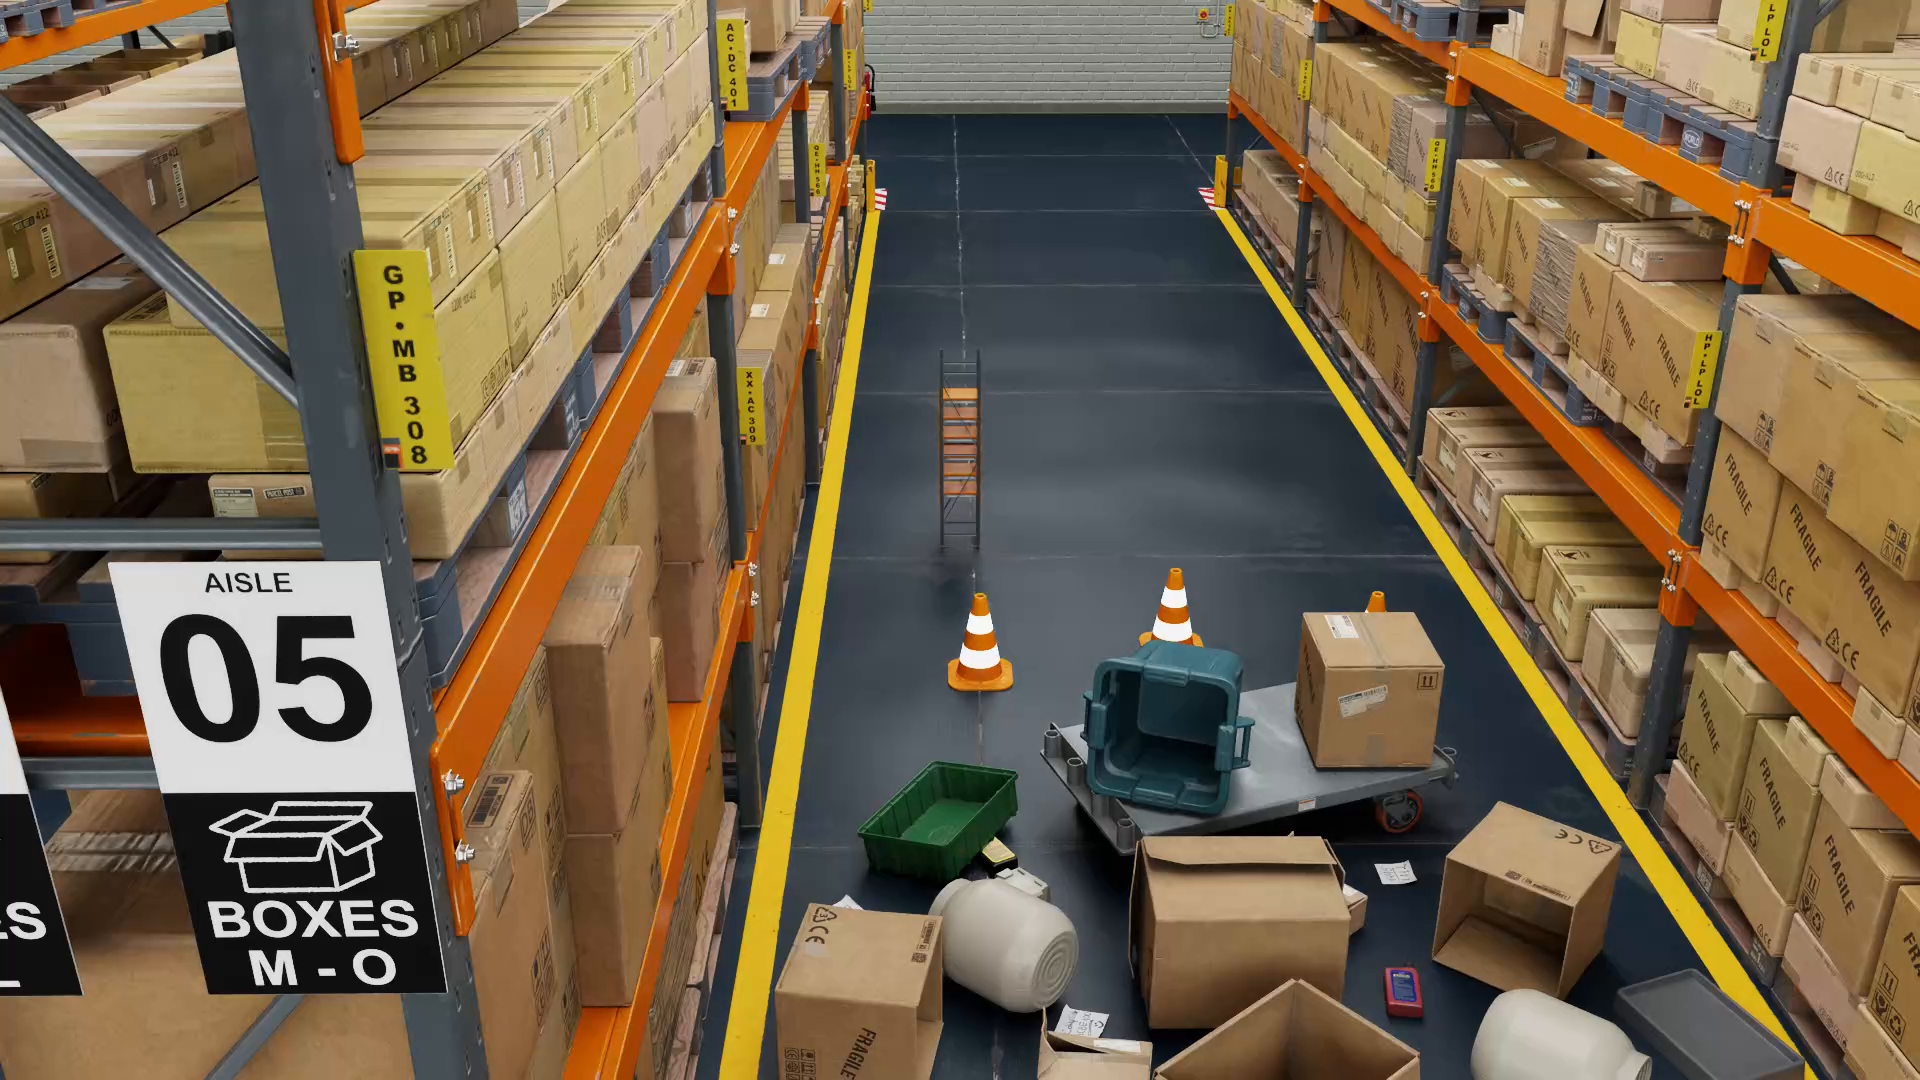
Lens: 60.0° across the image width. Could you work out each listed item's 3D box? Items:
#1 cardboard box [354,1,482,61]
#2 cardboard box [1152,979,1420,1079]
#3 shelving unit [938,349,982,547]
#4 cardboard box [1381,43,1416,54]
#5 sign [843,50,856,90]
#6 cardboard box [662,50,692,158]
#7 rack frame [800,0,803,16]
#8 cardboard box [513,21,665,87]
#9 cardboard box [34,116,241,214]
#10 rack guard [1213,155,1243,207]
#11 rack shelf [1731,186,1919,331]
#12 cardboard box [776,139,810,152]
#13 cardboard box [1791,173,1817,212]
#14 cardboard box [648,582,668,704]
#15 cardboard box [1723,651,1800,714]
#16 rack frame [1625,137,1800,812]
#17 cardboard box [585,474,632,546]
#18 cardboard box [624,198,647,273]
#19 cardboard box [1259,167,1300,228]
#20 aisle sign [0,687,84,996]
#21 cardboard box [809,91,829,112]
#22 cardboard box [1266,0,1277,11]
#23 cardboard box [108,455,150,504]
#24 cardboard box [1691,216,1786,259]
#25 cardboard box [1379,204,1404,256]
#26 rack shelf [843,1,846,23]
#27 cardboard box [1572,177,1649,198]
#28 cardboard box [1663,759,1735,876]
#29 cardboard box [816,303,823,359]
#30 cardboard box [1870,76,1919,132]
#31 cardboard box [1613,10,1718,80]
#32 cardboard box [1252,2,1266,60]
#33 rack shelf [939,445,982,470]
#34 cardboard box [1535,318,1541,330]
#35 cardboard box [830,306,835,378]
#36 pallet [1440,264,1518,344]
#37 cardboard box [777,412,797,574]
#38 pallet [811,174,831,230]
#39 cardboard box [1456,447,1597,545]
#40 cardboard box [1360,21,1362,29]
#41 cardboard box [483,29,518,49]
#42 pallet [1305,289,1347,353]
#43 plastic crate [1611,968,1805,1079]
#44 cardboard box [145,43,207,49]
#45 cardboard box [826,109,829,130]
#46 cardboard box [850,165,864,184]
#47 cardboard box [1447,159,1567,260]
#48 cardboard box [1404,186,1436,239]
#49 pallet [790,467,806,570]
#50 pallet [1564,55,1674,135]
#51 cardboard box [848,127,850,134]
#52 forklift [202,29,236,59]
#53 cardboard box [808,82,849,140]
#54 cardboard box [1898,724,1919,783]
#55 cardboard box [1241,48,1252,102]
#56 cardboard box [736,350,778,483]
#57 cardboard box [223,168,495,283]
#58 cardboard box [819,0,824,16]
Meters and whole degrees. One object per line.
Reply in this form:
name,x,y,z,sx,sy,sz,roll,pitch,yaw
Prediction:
cardboard box,-1.719,-1.592,5.196,0.380,0.149,0.250,0,24,-1
cardboard box,1.052,1.909,5.418,0.797,0.503,0.637,-19,31,-36
shelving unit,0.000,-0.541,9.990,0.258,1.200,0.189,0,24,-1
cardboard box,3.728,-3.779,13.630,0.500,0.500,0.500,1,24,1
sign,-0.922,-3.928,13.890,0.100,0.325,0.005,0,24,-1
cardboard box,-1.122,-1.361,5.169,0.500,0.250,0.500,0,24,-1
rack frame,-1.433,-4.482,9.240,1.000,3.000,0.127,0,24,-1
cardboard box,-1.055,-1.386,4.740,0.380,0.149,0.250,0,24,0
cardboard box,-1.698,-0.757,3.350,0.380,0.149,0.250,0,24,0
rack guard,3.428,-3.980,18.443,1.175,0.500,0.348,0,24,-1
rack shelf,3.581,-0.379,4.681,1.077,0.370,4.000,0,24,-1
cardboard box,-1.256,-2.720,11.698,0.380,0.149,0.250,1,24,2
cardboard box,3.315,-1.285,6.117,0.380,0.149,0.250,-1,24,-1
cardboard box,-1.457,0.433,5.471,0.875,0.550,0.550,0,24,-1
cardboard box,3.237,0.556,6.510,0.380,0.149,0.250,0,24,0
rack frame,3.559,-0.164,6.973,1.000,3.000,0.127,0,24,-1
cardboard box,-1.416,0.159,4.765,0.875,0.550,0.500,0,24,-1
cardboard box,-1.049,-0.812,4.439,0.380,0.149,0.250,0,24,-1
cardboard box,3.554,-3.484,16.913,0.875,0.438,0.875,0,24,1
aisle sign,-1.645,0.394,2.584,0.394,0.787,0.004,0,24,-1
cardboard box,-1.277,-3.580,13.599,0.380,0.149,0.250,1,24,2
cardboard box,3.130,-5.119,15.806,0.380,0.149,0.250,-1,24,-2
cardboard box,-1.691,-0.180,3.043,0.380,0.149,0.250,0,24,0
cardboard box,3.793,-1.475,8.091,0.380,0.149,0.250,1,24,2
cardboard box,3.229,-2.162,11.572,0.500,0.250,0.500,0,24,0
rack shelf,-1.499,-5.260,15.472,1.077,0.370,4.000,0,24,-1
cardboard box,3.815,-1.786,9.566,0.500,0.500,0.500,-1,24,-1
cardboard box,3.295,1.142,6.913,0.500,0.250,0.500,-1,24,-3
cardboard box,-1.199,-1.428,11.381,0.500,0.250,0.500,-1,24,-3
cardboard box,3.262,-1.433,5.475,0.380,0.149,0.250,-1,24,-2
cardboard box,3.403,-2.312,7.755,0.500,0.250,0.500,0,24,0
cardboard box,3.174,-4.986,16.299,0.500,0.500,0.500,0,24,-1
rack shelf,0.000,-0.500,10.008,0.258,0.103,0.180,0,24,-1
cardboard box,3.364,-1.196,9.050,0.380,0.149,0.250,1,24,2
cardboard box,-1.205,-1.512,12.477,0.500,0.500,0.500,-1,24,-2
pallet,3.630,-1.432,10.008,1.213,0.211,1.003,0,24,-1
cardboard box,-1.504,-0.303,9.501,1.050,0.750,0.750,0,24,0
pallet,-1.496,-2.477,12.319,1.003,0.211,1.213,0,24,-1
cardboard box,3.528,-0.269,9.885,0.950,0.372,0.625,-1,24,-2
cardboard box,3.664,-4.599,14.657,0.380,0.149,0.250,-1,24,-1
cardboard box,-1.664,-1.568,5.628,0.500,0.250,0.500,0,24,0
pallet,3.555,-1.872,14.134,1.003,0.211,1.213,0,24,-1
plastic crate,2.756,1.817,6.136,0.402,0.080,0.583,-9,26,-19
cardboard box,-6.710,-4.013,14.394,0.500,0.500,0.500,0,24,1
cardboard box,-1.275,-3.446,13.664,0.380,0.149,0.250,0,24,1
cardboard box,-1.186,-3.781,17.199,0.380,0.149,0.250,-1,24,-2
cardboard box,3.289,-1.998,10.036,0.500,0.500,0.500,-1,24,-2
cardboard box,3.256,-2.170,10.984,0.500,0.250,0.500,0,24,-1
pallet,-1.500,-0.153,10.331,1.003,0.211,1.213,0,24,-1
pallet,3.644,-2.127,7.902,1.213,0.211,1.003,0,24,-1
cardboard box,-1.220,-3.832,15.388,0.380,0.149,0.250,0,24,0
forklift,-4.012,-1.426,9.847,1.130,2.935,3.031,2,24,5
cardboard box,-1.230,-3.783,14.492,0.500,0.500,0.500,-1,24,-2
cardboard box,3.277,0.713,5.339,0.380,0.149,0.250,0,24,-1
cardboard box,3.179,-4.747,16.984,0.500,0.500,0.500,-1,24,-1
cardboard box,-1.133,-0.572,7.753,0.500,0.500,0.500,0,24,0
cardboard box,-1.033,-0.547,2.885,0.380,0.149,0.250,0,24,0
cardboard box,-1.197,-3.809,11.271,0.500,0.500,0.500,0,24,-1
